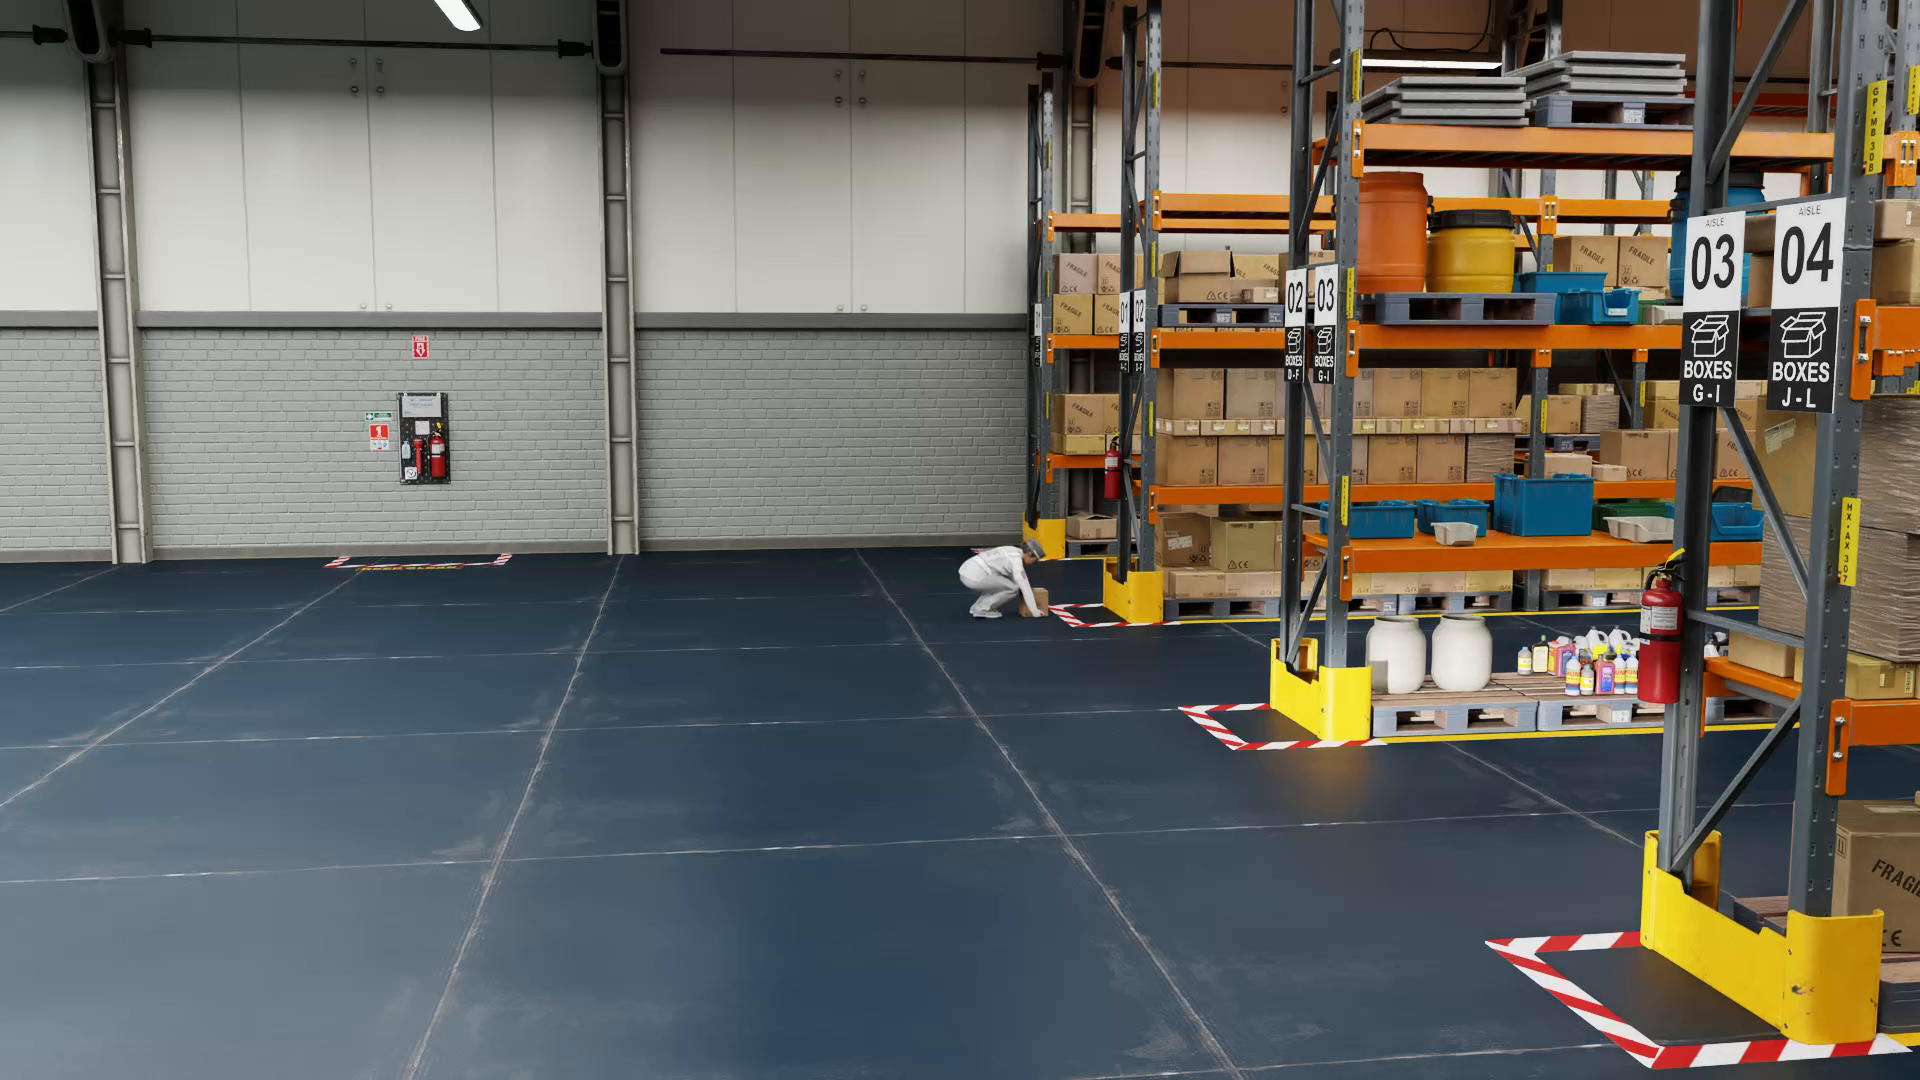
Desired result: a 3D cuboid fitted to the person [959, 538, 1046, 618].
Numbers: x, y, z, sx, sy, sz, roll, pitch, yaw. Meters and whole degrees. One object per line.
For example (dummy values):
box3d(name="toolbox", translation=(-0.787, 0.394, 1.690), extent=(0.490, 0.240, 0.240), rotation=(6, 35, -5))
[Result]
box3d(name="person", translation=(0.433, 0.402, 16.529), extent=(0.892, 0.840, 0.470), rotation=(-1, 7, -10))
